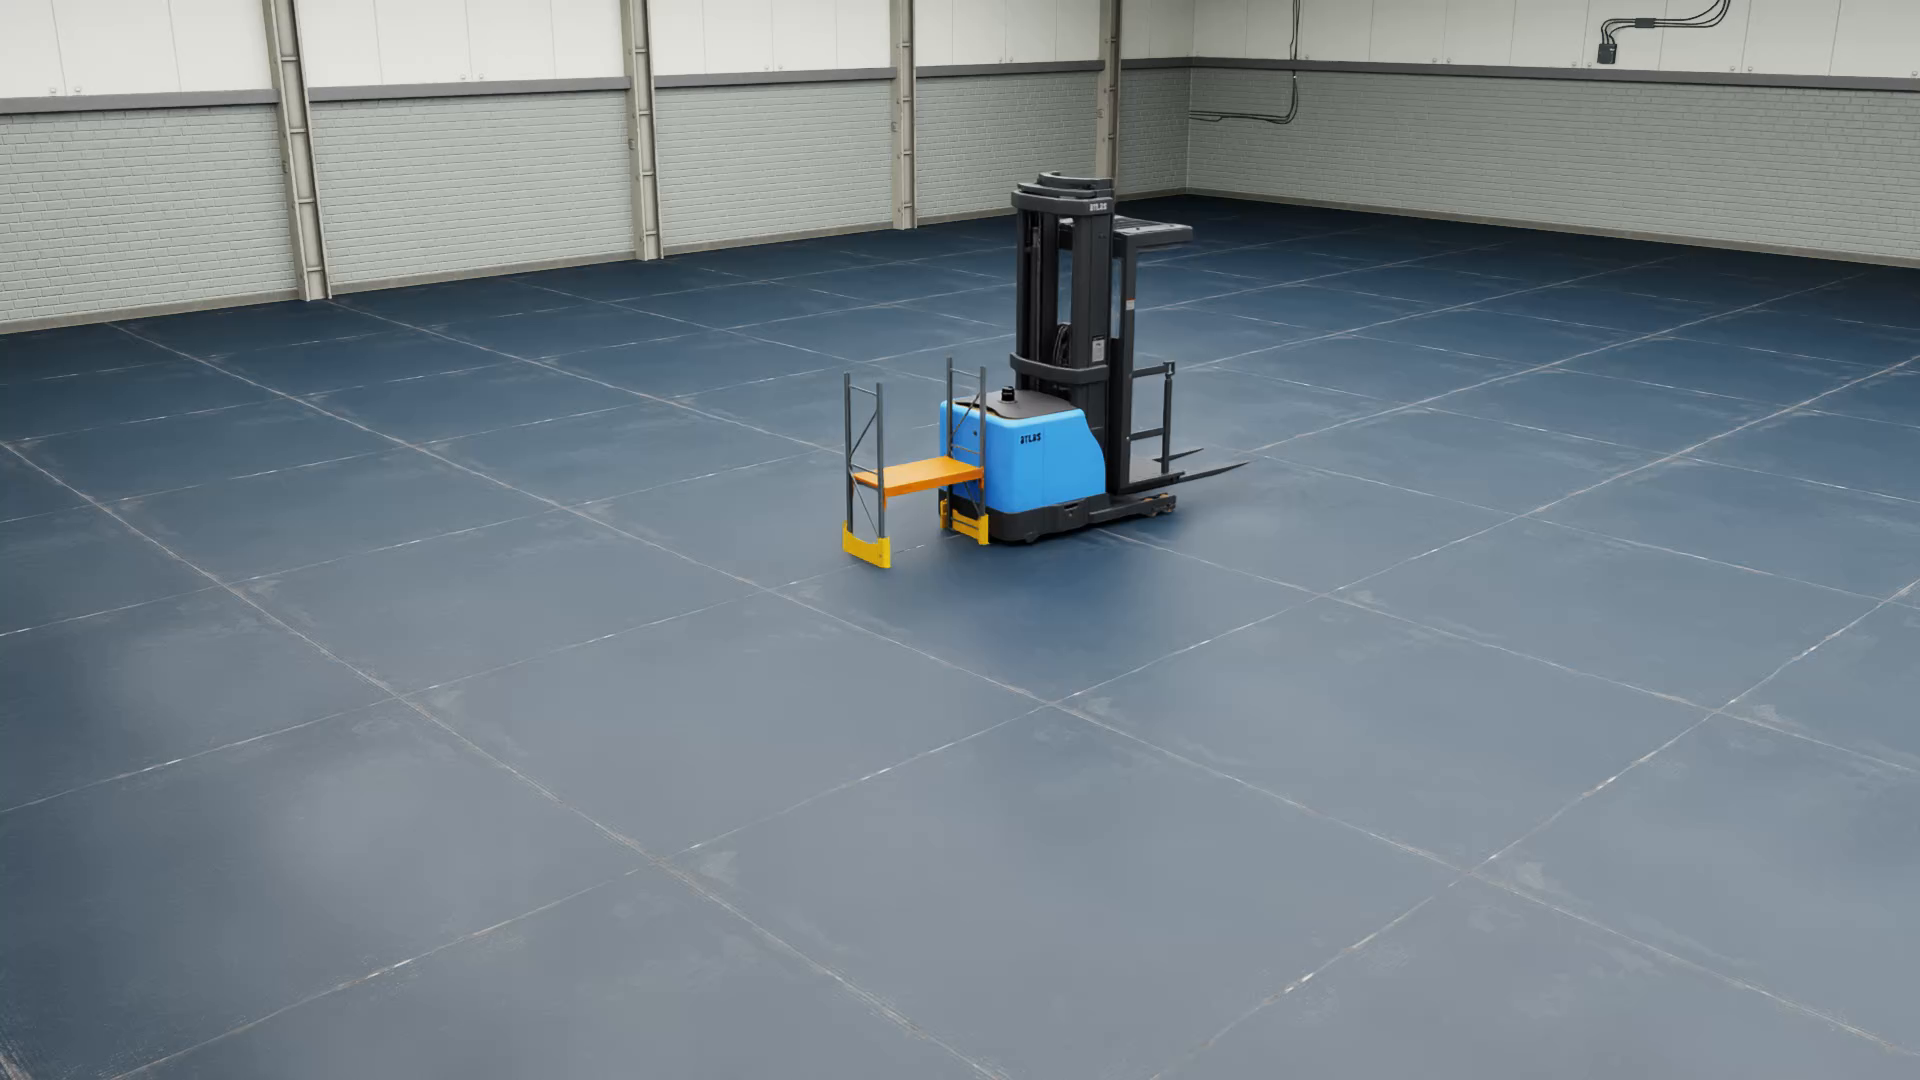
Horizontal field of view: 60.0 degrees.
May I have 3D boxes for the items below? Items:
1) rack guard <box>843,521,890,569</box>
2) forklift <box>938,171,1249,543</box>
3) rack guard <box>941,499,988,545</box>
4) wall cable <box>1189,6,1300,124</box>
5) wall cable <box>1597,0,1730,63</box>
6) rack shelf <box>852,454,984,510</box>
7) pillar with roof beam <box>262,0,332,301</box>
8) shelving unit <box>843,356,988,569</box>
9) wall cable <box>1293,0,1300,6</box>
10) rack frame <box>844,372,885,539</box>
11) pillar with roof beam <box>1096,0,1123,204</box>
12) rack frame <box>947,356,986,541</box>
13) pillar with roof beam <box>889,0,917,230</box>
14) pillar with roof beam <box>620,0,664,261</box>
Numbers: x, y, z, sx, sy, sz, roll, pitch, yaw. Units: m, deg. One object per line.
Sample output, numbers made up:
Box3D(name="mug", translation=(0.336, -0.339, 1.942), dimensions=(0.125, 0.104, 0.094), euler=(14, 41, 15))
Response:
Box3D(name="rack guard", translation=(-0.760, 0.034, 13.475), dimensions=(0.087, 0.250, 0.587), euler=(-13, 22, -35))
Box3D(name="forklift", translation=(1.295, -1.713, 14.514), dimensions=(3.031, 2.935, 1.130), euler=(-13, 22, -35))
Box3D(name="rack guard", translation=(0.035, -0.151, 14.046), dimensions=(0.087, 0.250, 0.587), euler=(-13, 22, -35))
Box3D(name="wall cable", translation=(6.305, -10.626, 37.203), dimensions=(0.112, 2.526, 3.097), euler=(-16, 24, -41))
Box3D(name="wall cable", translation=(12.815, -11.590, 29.627), dimensions=(0.169, 6.003, 2.305), euler=(-16, 24, -41))
Box3D(name="rack shelf", translation=(-0.356, -0.484, 13.628), dimensions=(1.000, 0.185, 0.538), euler=(-13, 22, -35))
Box3D(name="pillar with roof beam", translation=(-6.866, -6.996, 20.973), dimensions=(0.400, 9.000, 9.100), euler=(-16, 24, -41))
Box3D(name="shelving unit", translation=(-0.363, -0.653, 13.568), dimensions=(1.083, 1.500, 0.587), euler=(-13, 22, -35))
Box3D(name="wall cable", translation=(8.163, -12.422, 34.554), dimensions=(0.112, 2.526, 3.097), euler=(-16, 24, -41))
Box3D(name="rack frame", translation=(-0.761, -0.560, 13.281), dimensions=(0.032, 1.500, 0.500), euler=(-13, 22, -35))
Box3D(name="pillar with roof beam", translation=(6.213, -10.811, 32.737), dimensions=(0.400, 9.000, 9.100), euler=(-16, 24, -41))
Box3D(name="rack frame", translation=(0.050, -0.749, 13.864), dimensions=(0.032, 1.500, 0.500), euler=(-13, 22, -35))
Box3D(name="pillar with roof beam", translation=(1.853, -9.539, 28.816), dimensions=(0.400, 9.000, 9.100), euler=(-16, 24, -41))
Box3D(name="pillar with roof beam", translation=(-2.506, -8.268, 24.894), dimensions=(0.400, 9.000, 9.100), euler=(-16, 24, -41))
